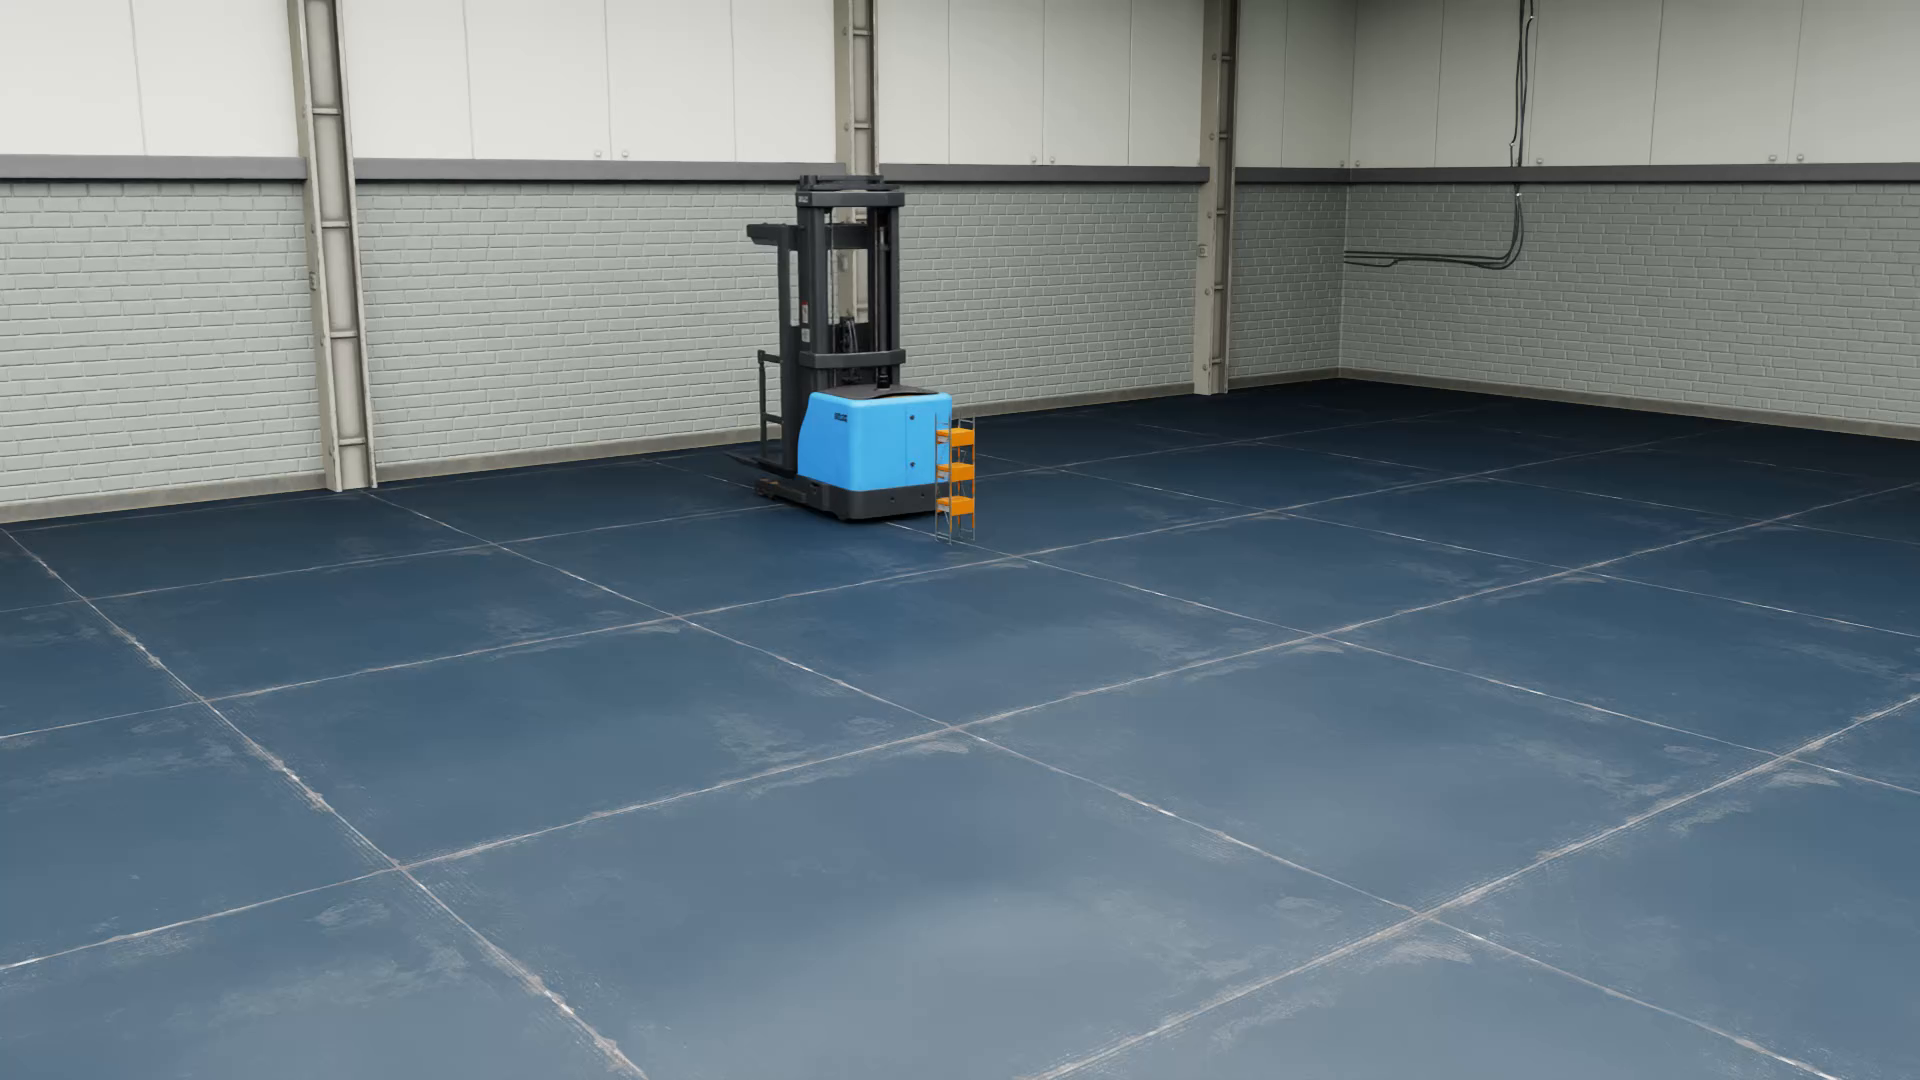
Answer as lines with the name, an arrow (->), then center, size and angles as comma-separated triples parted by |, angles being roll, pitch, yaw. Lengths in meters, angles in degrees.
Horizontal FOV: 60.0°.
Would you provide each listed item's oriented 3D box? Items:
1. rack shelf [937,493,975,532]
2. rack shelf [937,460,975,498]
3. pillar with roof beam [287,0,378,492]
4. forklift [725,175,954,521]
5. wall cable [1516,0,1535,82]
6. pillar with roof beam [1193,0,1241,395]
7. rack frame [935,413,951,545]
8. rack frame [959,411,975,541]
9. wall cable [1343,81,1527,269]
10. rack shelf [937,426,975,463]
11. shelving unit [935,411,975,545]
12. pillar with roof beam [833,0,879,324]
rack shelf -> -0.042, -0.224, 13.547 | 0.240, 0.259, 0.215 | -9, 15, -38
rack shelf -> -0.042, -0.496, 13.489 | 0.240, 0.259, 0.215 | -9, 15, -38
pillar with roof beam -> -3.169, -4.210, 11.793 | 0.400, 9.000, 9.100 | -9, 15, -38
forklift -> -1.265, -1.857, 15.316 | 1.130, 2.935, 3.031 | -8, 14, -32
wall cable -> 8.328, -7.146, 20.936 | 0.112, 2.526, 3.097 | -9, 15, -38
pillar with roof beam -> 6.201, -5.768, 19.126 | 0.400, 9.000, 9.100 | -9, 15, -38
rack frame -> -0.137, -0.491, 13.412 | 0.008, 1.050, 0.200 | -9, 15, -38
rack frame -> 0.053, -0.522, 13.562 | 0.008, 1.050, 0.200 | -9, 15, -38
wall cable -> 6.638, -5.115, 23.527 | 0.112, 2.526, 3.097 | -9, 15, -38
rack shelf -> -0.042, -0.774, 13.430 | 0.240, 0.259, 0.215 | -9, 15, -38
shelving unit -> -0.042, -0.507, 13.487 | 0.252, 1.050, 0.215 | -9, 15, -38
pillar with roof beam -> 1.516, -4.989, 15.459 | 0.400, 9.000, 9.100 | -9, 15, -38
